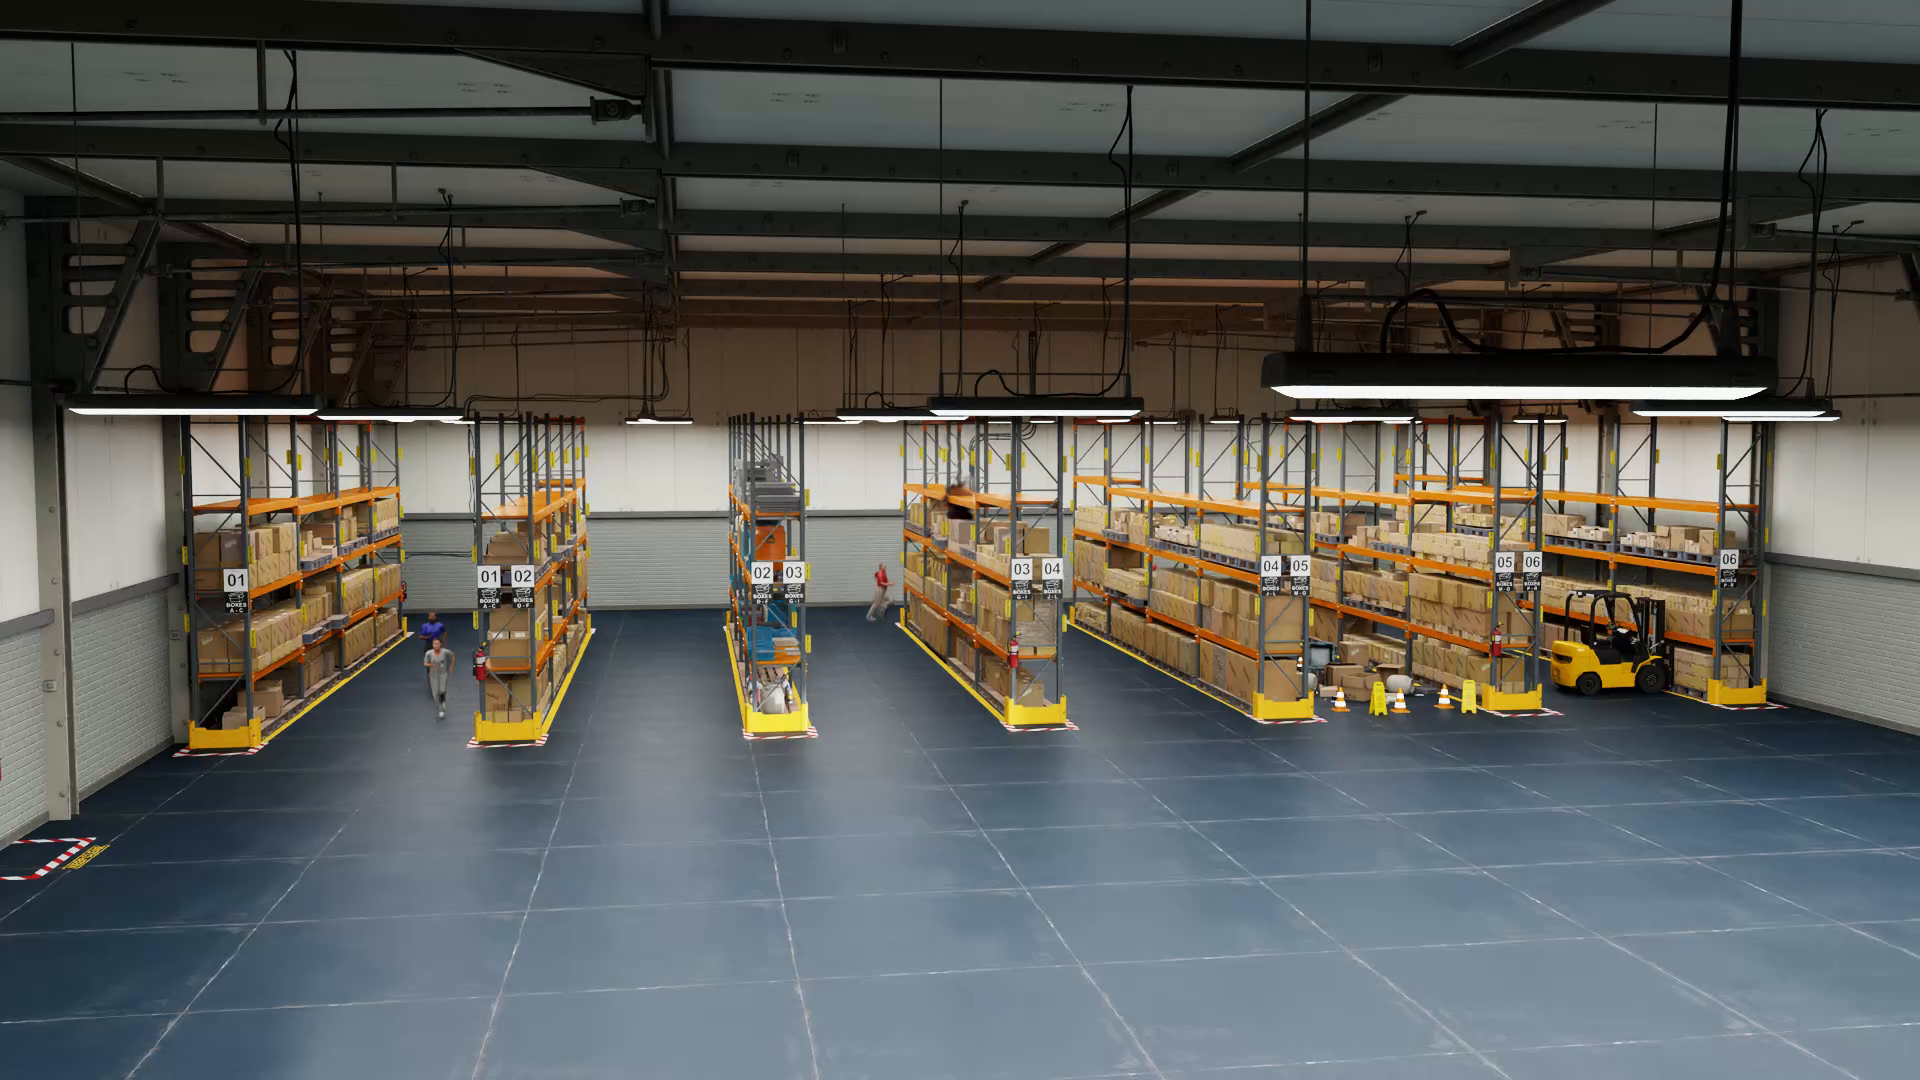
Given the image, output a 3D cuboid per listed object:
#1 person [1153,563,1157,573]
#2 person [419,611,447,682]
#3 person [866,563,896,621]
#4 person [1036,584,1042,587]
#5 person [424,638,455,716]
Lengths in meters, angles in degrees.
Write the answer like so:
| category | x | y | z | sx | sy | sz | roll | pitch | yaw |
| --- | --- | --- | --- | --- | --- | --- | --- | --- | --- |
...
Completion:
| category | x | y | z | sx | sy | sz | roll | pitch | yaw |
| --- | --- | --- | --- | --- | --- | --- | --- | --- | --- |
| person | 5.591 | 1.565 | 48.286 | 0.626 | 1.801 | 1.150 | -1 | 4 | -10 |
| person | -11.589 | 2.388 | 36.582 | 0.575 | 1.645 | 0.938 | -1 | 4 | -16 |
| person | -2.314 | 1.537 | 49.007 | 0.872 | 1.718 | 0.677 | 0 | 4 | 7 |
| person | 2.417 | 1.617 | 48.601 | 0.626 | 1.599 | 0.573 | 1 | 4 | 19 |
| person | -10.209 | 2.695 | 32.605 | 0.554 | 1.596 | 0.734 | -1 | 4 | -10 |
